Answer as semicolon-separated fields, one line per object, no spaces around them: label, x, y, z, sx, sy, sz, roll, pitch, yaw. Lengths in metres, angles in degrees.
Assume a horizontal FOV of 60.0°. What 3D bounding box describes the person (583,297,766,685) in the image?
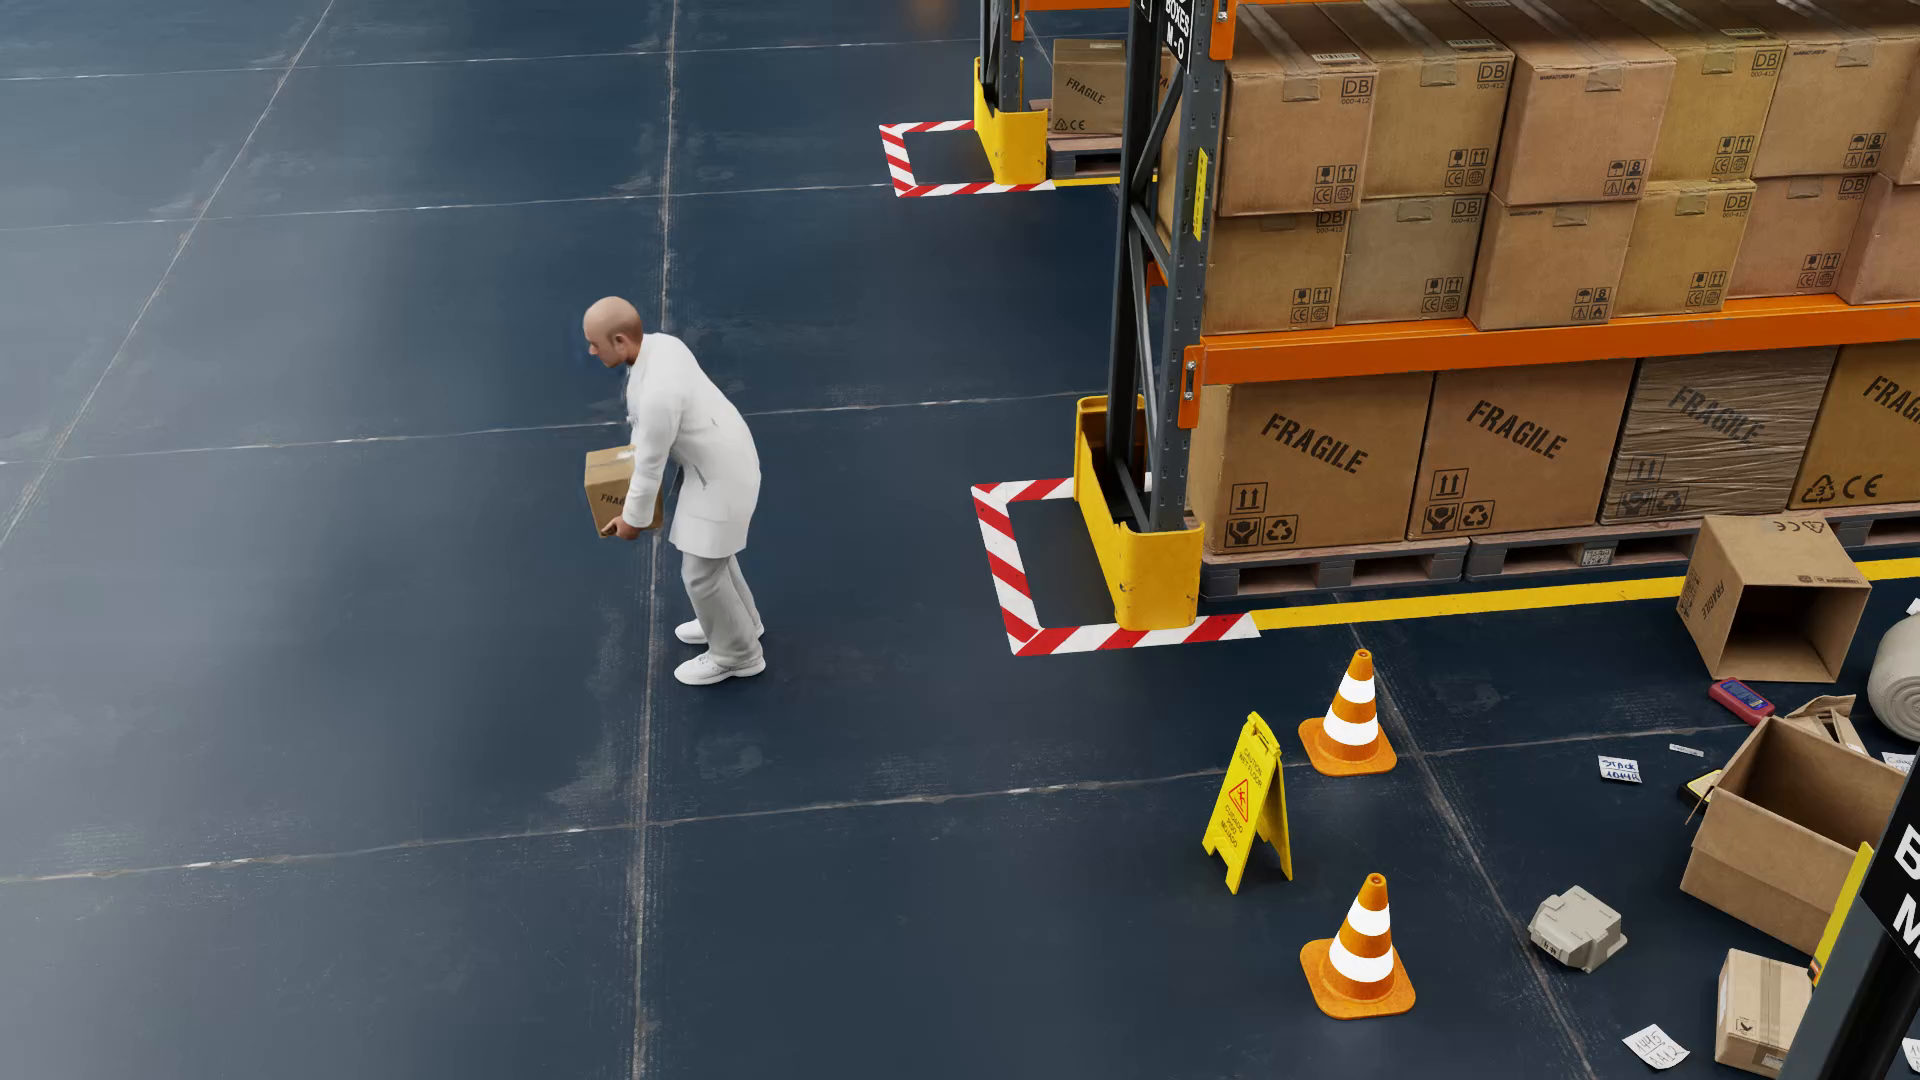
person;-1.096;-0.202;6.537;0.630;1.690;0.544;-5;35;-7
